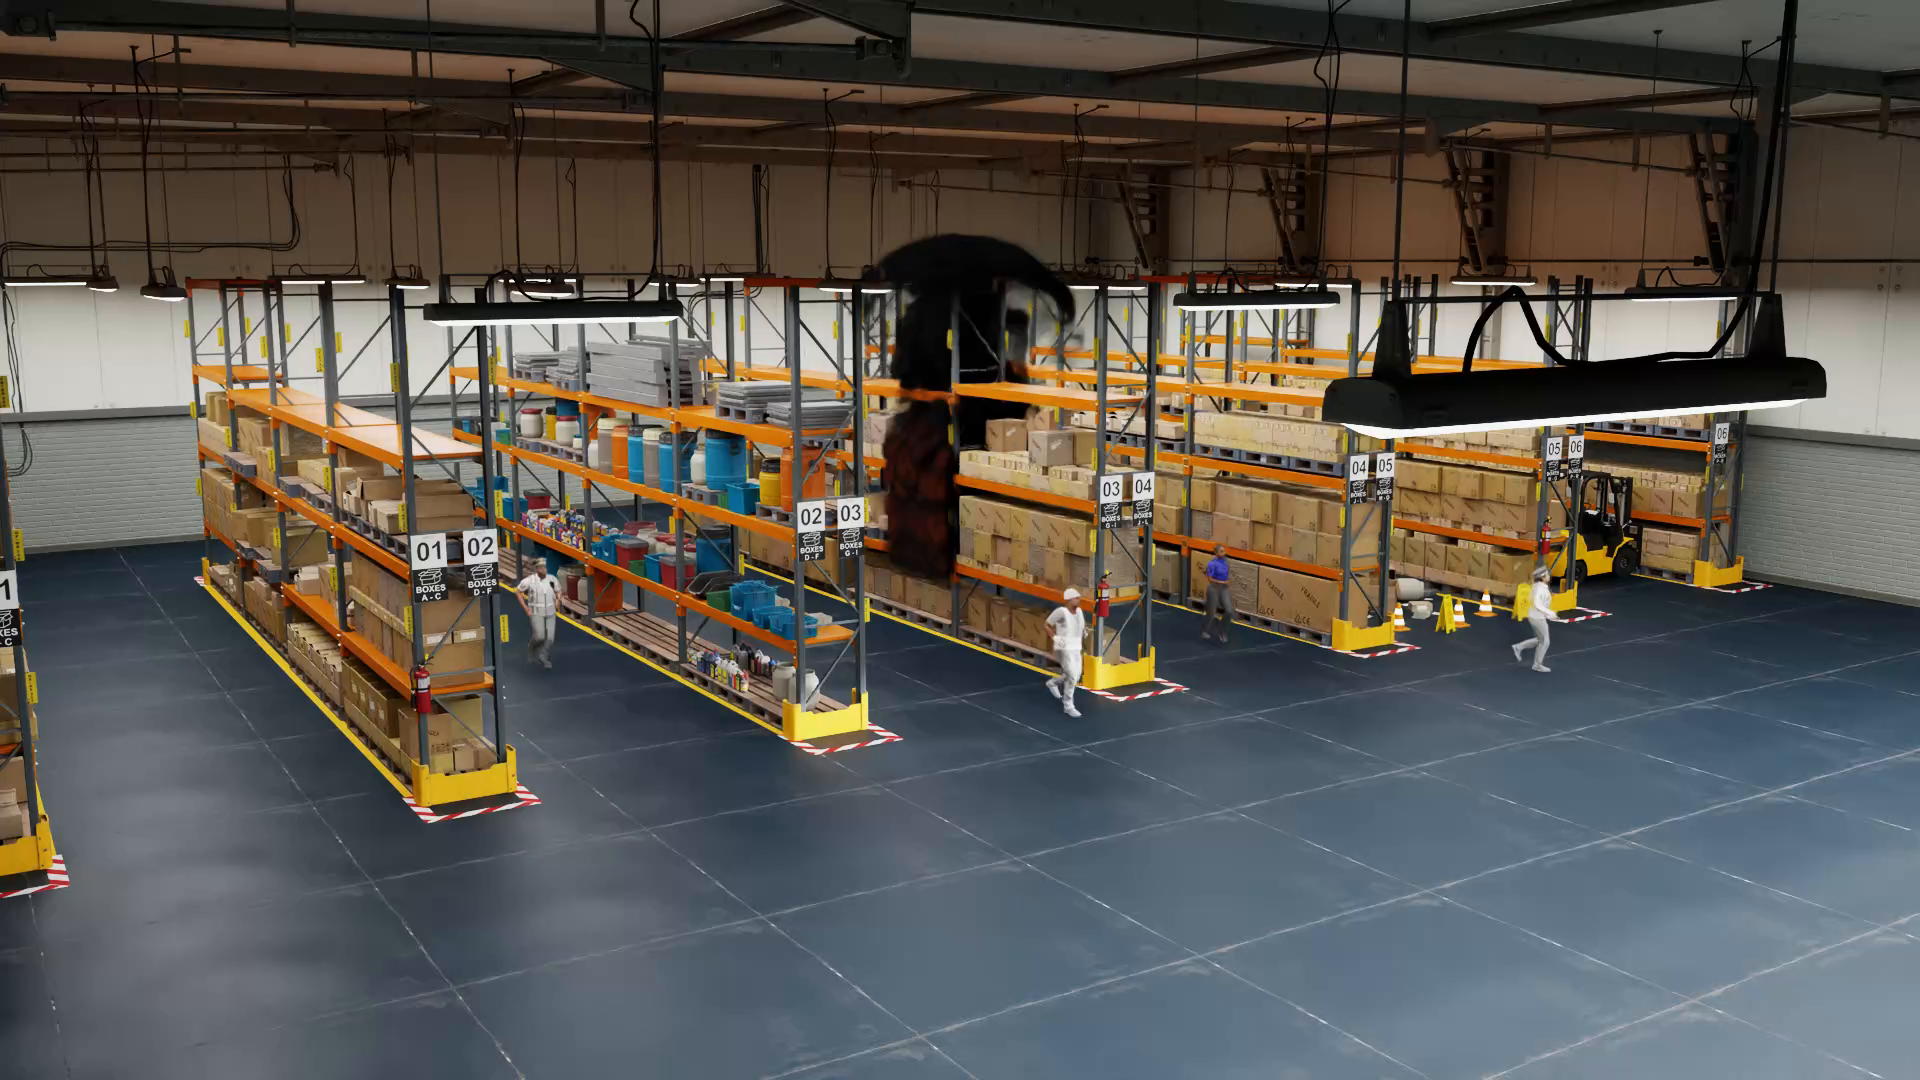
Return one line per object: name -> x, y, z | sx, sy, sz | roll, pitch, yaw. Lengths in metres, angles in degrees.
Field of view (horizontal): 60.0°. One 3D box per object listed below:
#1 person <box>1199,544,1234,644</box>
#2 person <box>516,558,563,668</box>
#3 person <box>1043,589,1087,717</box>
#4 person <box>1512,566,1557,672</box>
person -> 4.314, 0.920, 27.742 | 0.589, 1.704, 0.723 | -7, 12, -36
person -> -6.507, 1.138, 25.963 | 0.710, 1.757, 0.563 | -6, 11, -33
person -> 1.549, 1.554, 23.659 | 0.875, 1.749, 0.715 | 9, 13, 42
person -> 8.928, 1.224, 25.810 | 0.610, 1.678, 0.613 | 2, 10, 13
